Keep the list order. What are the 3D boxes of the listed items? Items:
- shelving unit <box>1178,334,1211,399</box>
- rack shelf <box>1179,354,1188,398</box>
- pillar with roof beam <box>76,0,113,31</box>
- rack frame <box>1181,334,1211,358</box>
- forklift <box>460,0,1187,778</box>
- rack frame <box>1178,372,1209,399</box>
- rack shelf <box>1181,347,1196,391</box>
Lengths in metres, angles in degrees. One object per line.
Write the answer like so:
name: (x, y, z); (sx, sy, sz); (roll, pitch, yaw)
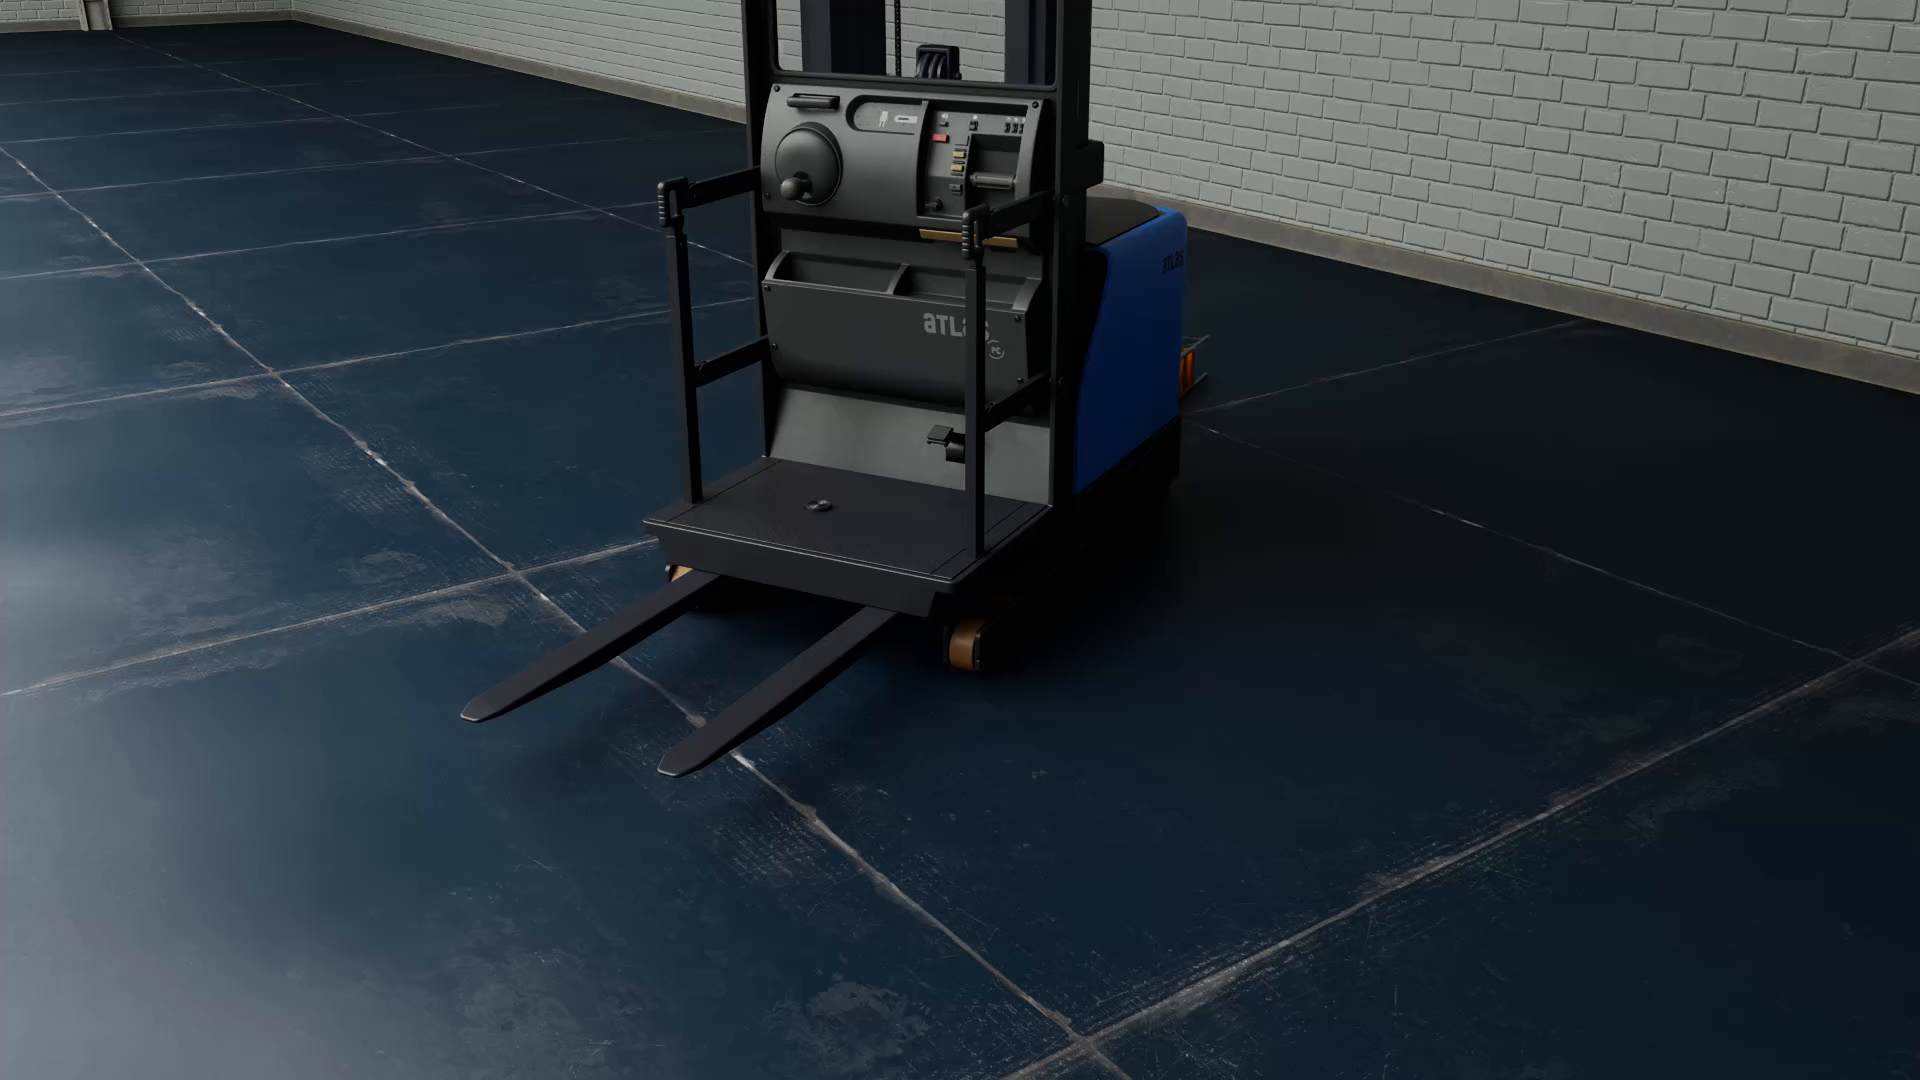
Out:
shelving unit: (0.810, -0.692, 7.368); (0.258, 0.189, 1.200); (10, 24, 24)
rack shelf: (0.894, -0.757, 7.532); (0.258, 0.180, 0.103); (10, 24, 24)
pillar with roof beam: (-10.757, -10.738, 20.663); (0.400, 9.000, 9.100); (-15, 26, -33)
rack frame: (0.810, -0.777, 7.334); (0.240, 0.006, 1.200); (10, 24, 24)
forklift: (-0.280, -1.155, 4.837); (1.130, 2.935, 3.031); (11, 24, 25)
rack frame: (0.810, -0.607, 7.402); (0.240, 0.006, 1.200); (10, 24, 24)
rack shelf: (0.946, -0.797, 7.633); (0.258, 0.180, 0.103); (10, 24, 24)
